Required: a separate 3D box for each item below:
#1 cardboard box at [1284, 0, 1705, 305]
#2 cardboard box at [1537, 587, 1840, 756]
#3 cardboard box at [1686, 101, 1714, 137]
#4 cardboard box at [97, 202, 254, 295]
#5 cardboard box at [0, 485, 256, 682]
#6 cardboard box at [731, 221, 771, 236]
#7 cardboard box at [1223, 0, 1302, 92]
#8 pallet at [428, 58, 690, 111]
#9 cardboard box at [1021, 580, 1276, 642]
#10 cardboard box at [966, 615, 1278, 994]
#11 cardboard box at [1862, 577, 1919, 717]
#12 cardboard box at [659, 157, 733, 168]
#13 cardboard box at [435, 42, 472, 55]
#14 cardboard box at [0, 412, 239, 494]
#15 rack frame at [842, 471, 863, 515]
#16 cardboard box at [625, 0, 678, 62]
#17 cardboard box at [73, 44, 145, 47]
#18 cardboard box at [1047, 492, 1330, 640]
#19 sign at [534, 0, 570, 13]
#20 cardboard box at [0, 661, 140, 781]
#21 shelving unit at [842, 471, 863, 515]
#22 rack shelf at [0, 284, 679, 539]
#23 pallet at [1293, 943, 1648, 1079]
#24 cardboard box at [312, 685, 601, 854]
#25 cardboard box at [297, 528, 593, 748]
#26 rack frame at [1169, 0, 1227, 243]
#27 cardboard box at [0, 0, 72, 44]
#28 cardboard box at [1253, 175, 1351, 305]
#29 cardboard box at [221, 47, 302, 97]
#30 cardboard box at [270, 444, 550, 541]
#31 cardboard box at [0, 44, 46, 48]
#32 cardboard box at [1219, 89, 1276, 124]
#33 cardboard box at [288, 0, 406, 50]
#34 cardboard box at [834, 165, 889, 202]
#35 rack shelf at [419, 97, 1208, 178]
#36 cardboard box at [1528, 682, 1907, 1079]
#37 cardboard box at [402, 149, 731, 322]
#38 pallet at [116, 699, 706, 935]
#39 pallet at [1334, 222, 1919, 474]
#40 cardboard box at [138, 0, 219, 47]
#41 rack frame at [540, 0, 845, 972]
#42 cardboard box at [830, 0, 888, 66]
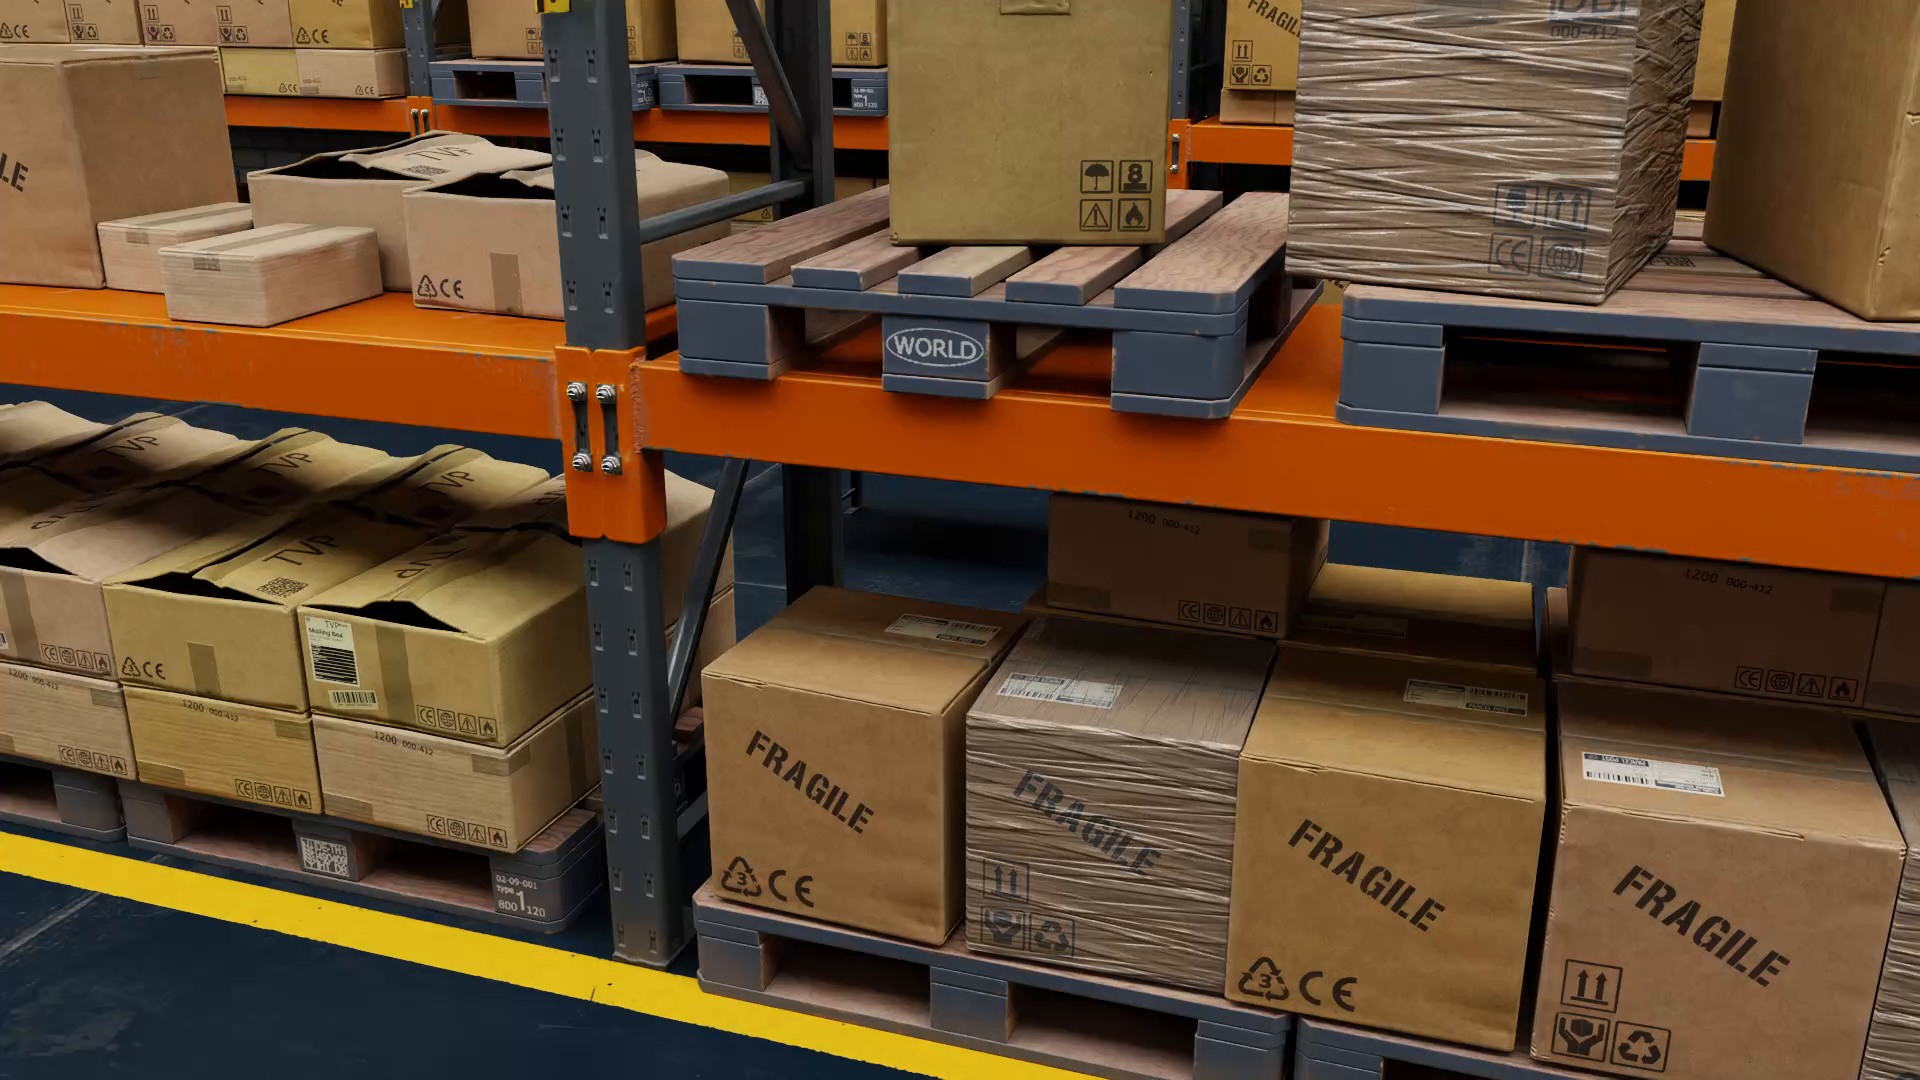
[{"bbox_3d":[0.922,-0.728,2.818,0.500,0.500,0.700,11,22,28],"label":"cardboard box"},{"bbox_3d":[1.436,0.438,3.393,0.500,0.500,0.500,6,20,16],"label":"cardboard box"},{"bbox_3d":[3.044,-1.805,7.048,0.250,0.149,0.380,7,20,20],"label":"cardboard box"},{"bbox_3d":[-1.734,-0.675,3.838,0.250,0.149,0.380,8,21,22],"label":"cardboard box"},{"bbox_3d":[-2.056,0.072,4.000,0.500,0.311,0.500,6,20,18],"label":"cardboard box"},{"bbox_3d":[-0.993,-1.492,8.927,0.500,0.500,0.700,7,20,19],"label":"cardboard box"},{"bbox_3d":[1.486,-2.279,7.424,0.500,0.500,0.500,7,20,20],"label":"cardboard box"},{"bbox_3d":[-1.993,-2.428,8.776,1.213,0.211,1.003,7,20,18],"label":"pallet"},{"bbox_3d":[0.449,0.327,3.711,0.500,0.500,0.500,7,21,20],"label":"cardboard box"},{"bbox_3d":[0.321,0.492,3.238,0.500,0.500,0.500,6,20,16],"label":"cardboard box"},{"bbox_3d":[1.946,0.141,3.105,0.500,0.250,0.500,7,20,18],"label":"cardboard box"},{"bbox_3d":[-1.550,-1.907,8.980,0.500,0.250,0.500,6,20,17],"label":"cardboard box"},{"bbox_3d":[-3.041,-2.703,9.470,0.500,0.250,0.500,7,20,19],"label":"cardboard box"},{"bbox_3d":[-2.375,-0.152,4.641,0.500,0.311,0.500,6,20,17],"label":"cardboard box"},{"bbox_3d":[-0.474,-0.585,6.047,0.032,1.125,0.500,7,20,18],"label":"rack frame"},{"bbox_3d":[-1.672,-2.773,8.655,0.500,0.500,0.700,9,21,24],"label":"cardboard box"},{"bbox_3d":[-4.638,-2.702,9.468,0.500,0.250,0.500,7,20,19],"label":"cardboard box"},{"bbox_3d":[0.504,-0.022,3.573,0.500,0.250,0.500,7,21,20],"label":"cardboard box"},{"bbox_3d":[-0.690,-1.048,2.765,0.005,0.325,0.100,7,20,18],"label":"sign"},{"bbox_3d":[-2.050,0.336,4.096,0.500,0.250,0.500,7,20,19],"label":"cardboard box"},{"bbox_3d":[0.006,-0.530,5.889,1.048,1.125,0.538,7,20,18],"label":"shelving unit"},{"bbox_3d":[-2.400,-0.550,4.190,4.000,0.370,1.077,7,20,18],"label":"rack shelf"},{"bbox_3d":[1.330,0.868,3.266,1.213,0.211,1.003,7,20,18],"label":"pallet"},{"bbox_3d":[-1.088,0.445,3.781,0.500,0.250,0.500,7,20,19],"label":"cardboard box"},{"bbox_3d":[-1.087,0.182,3.686,0.500,0.311,0.500,7,20,19],"label":"cardboard box"},{"bbox_3d":[1.111,-2.214,7.872,0.127,3.000,1.000,7,20,18],"label":"rack frame"},{"bbox_3d":[-5.144,-3.112,9.505,0.500,0.500,0.500,6,20,16],"label":"cardboard box"},{"bbox_3d":[1.763,-1.277,7.811,0.750,0.750,0.750,6,20,17],"label":"cardboard box"},{"bbox_3d":[-3.682,-2.598,9.171,0.500,0.250,0.500,7,20,18],"label":"cardboard box"},{"bbox_3d":[-1.408,-0.040,4.323,0.500,0.311,0.500,6,20,17],"label":"cardboard box"},{"bbox_3d":[-2.599,-0.954,4.104,0.500,0.500,0.500,7,20,18],"label":"cardboard box"},{"bbox_3d":[1.346,-1.998,7.601,0.250,0.149,0.380,6,20,17],"label":"cardboard box"},{"bbox_3d":[-3.216,-2.894,8.880,0.500,0.500,0.500,6,20,18],"label":"cardboard box"},{"bbox_3d":[-0.592,-1.792,8.651,0.500,0.250,0.500,6,20,18],"label":"cardboard box"},{"bbox_3d":[-0.778,-2.091,8.610,4.000,0.370,1.077,7,20,18],"label":"rack shelf"},{"bbox_3d":[1.288,0.602,2.921,0.500,0.500,0.500,6,20,16],"label":"cardboard box"},{"bbox_3d":[-0.840,-0.685,3.618,0.500,0.311,0.500,8,21,21],"label":"cardboard box"},{"bbox_3d":[-1.276,0.542,4.201,1.213,0.211,1.003,7,20,18],"label":"pallet"},{"bbox_3d":[1.327,-0.374,2.885,1.213,0.211,1.003,7,20,18],"label":"pallet"},{"bbox_3d":[-4.161,-3.004,9.195,0.500,0.500,0.500,6,20,16],"label":"cardboard box"},{"bbox_3d":[-0.511,-0.674,3.452,0.127,3.000,1.000,7,20,18],"label":"rack frame"},{"bbox_3d":[-0.520,-2.645,8.286,0.500,0.500,0.700,7,20,18],"label":"cardboard box"}]
